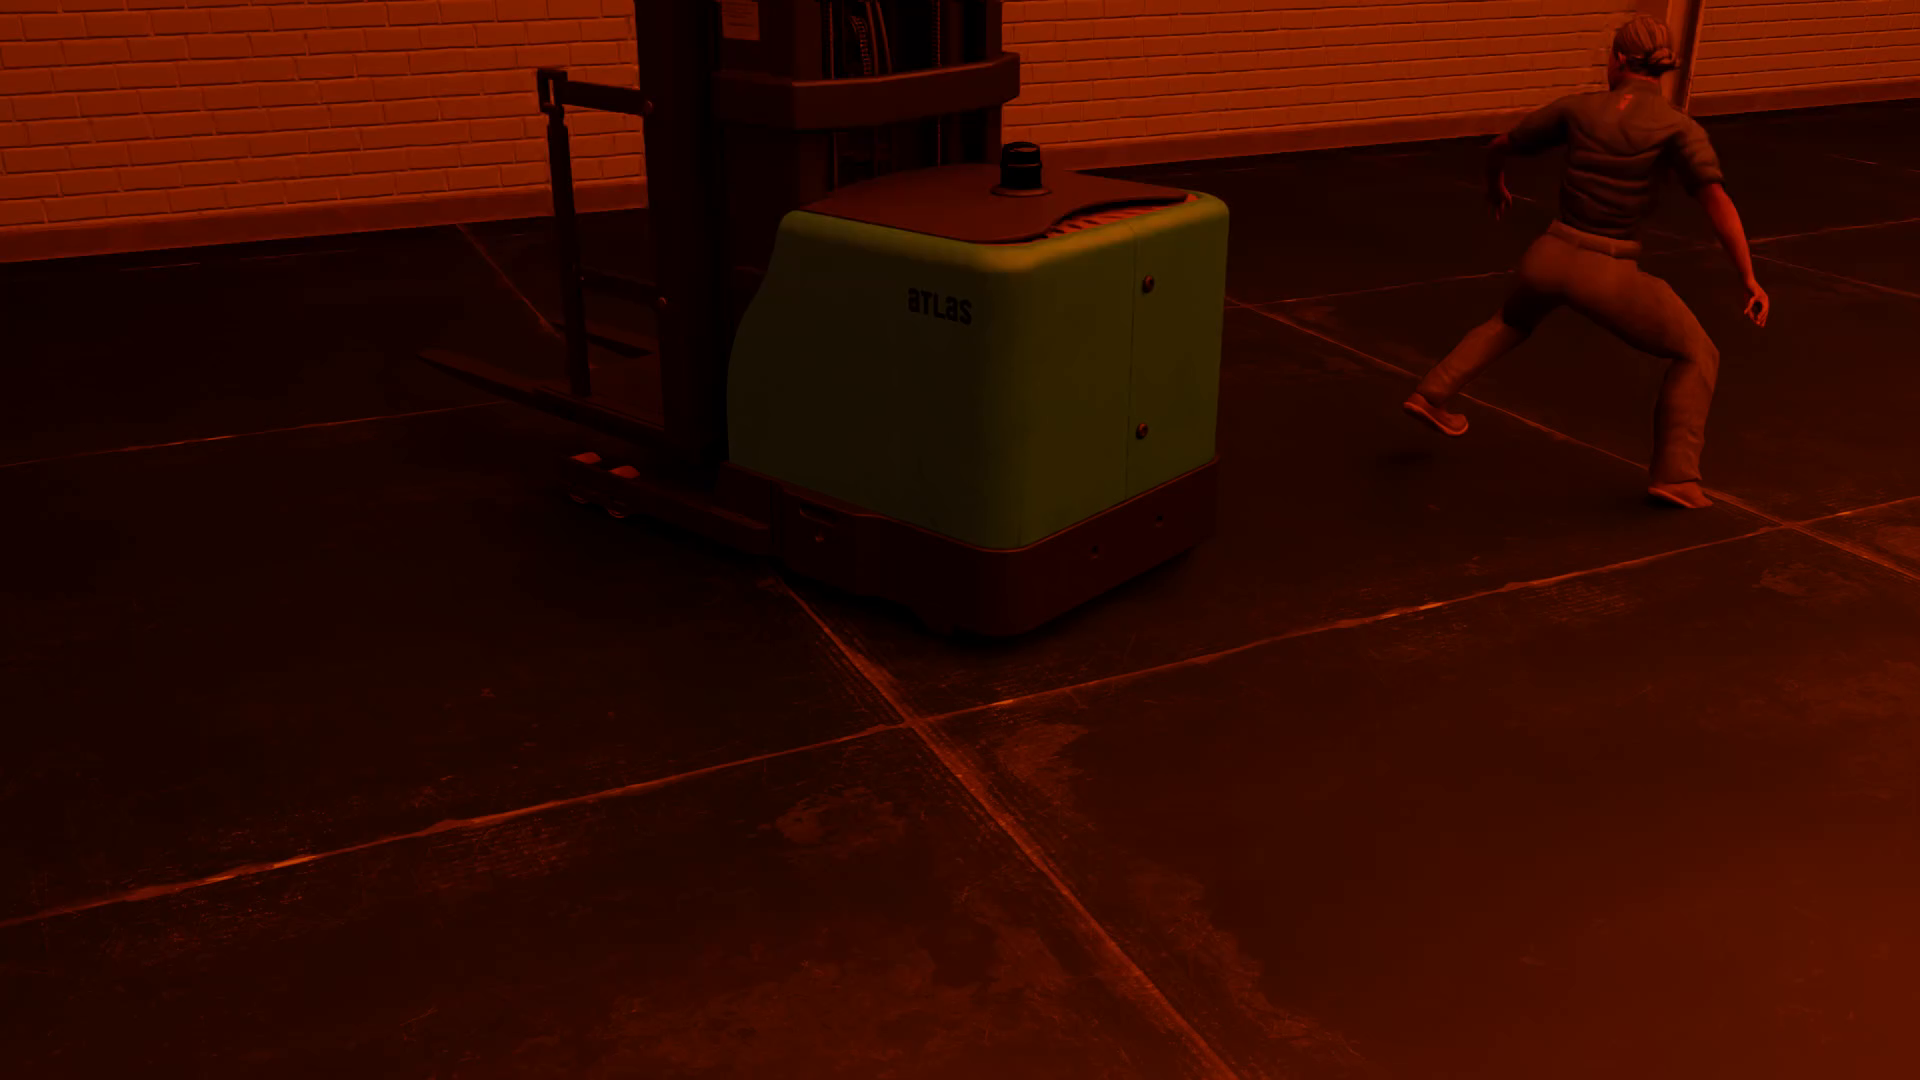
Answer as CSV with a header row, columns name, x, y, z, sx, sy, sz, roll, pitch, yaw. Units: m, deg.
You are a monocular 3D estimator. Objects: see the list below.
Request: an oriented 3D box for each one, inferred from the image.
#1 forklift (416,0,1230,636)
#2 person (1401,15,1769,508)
name,x,y,z,sx,sy,sz,roll,pitch,yaw
forklift,-0.674,-1.555,5.028,3.031,2.935,1.130,19,29,38
person,2.055,-0.839,5.276,0.500,1.565,1.109,-20,30,-39
